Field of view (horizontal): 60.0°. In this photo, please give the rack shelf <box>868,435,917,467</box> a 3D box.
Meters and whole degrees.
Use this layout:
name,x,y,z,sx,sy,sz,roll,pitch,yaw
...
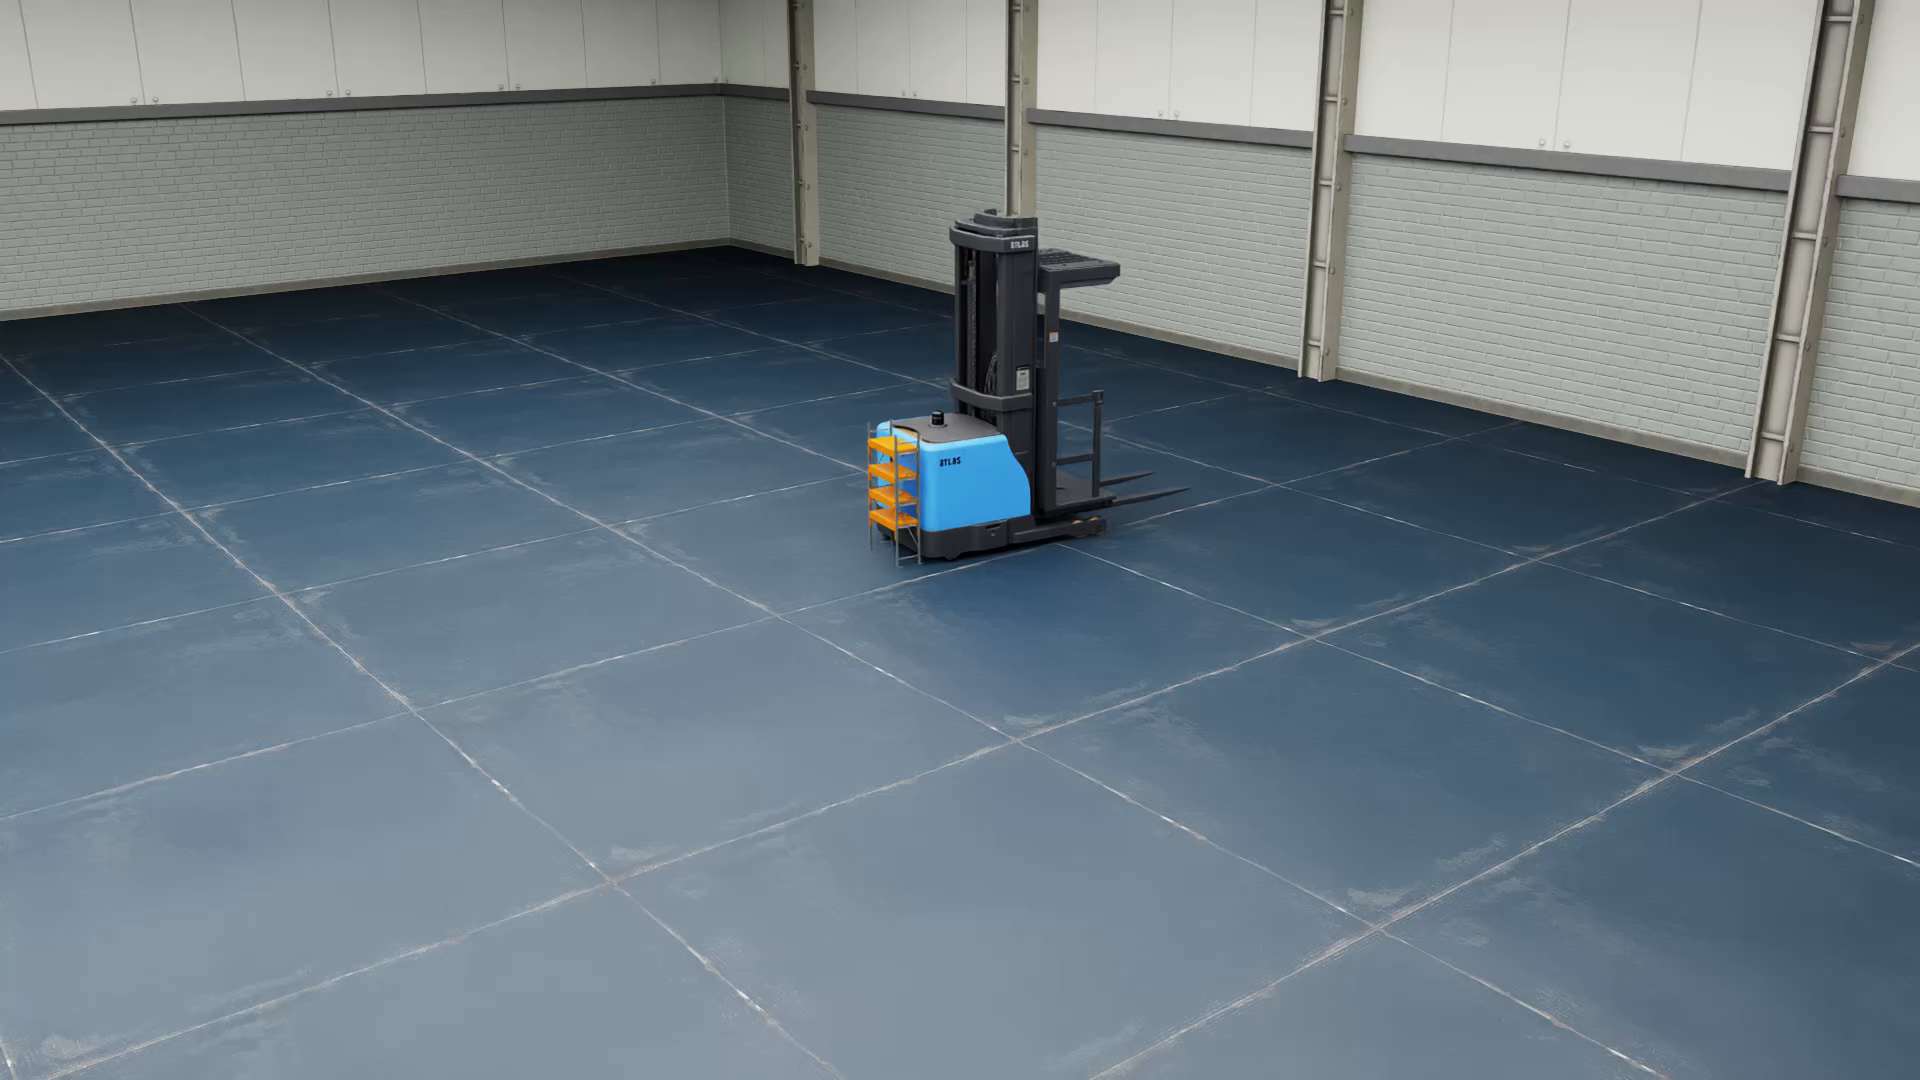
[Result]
name,x,y,z,sx,sy,sz,roll,pitch,yaw
rack shelf,-0.577,-0.778,14.441,0.258,0.148,0.480,-11,21,-29

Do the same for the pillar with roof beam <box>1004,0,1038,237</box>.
name,x,y,z,sx,sy,sz,roll,pitch,yaw
pillar with roof beam,-2.454,-7.026,22.152,9.100,9.000,0.400,-14,23,-36

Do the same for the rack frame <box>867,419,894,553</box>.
name,x,y,z,sx,sy,sz,roll,pitch,yaw
rack frame,-0.702,-0.471,14.764,0.240,1.200,0.015,-11,21,-29

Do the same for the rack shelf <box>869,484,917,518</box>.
name,x,y,z,sx,sy,sz,roll,pitch,yaw
rack shelf,-0.577,-0.341,14.586,0.258,0.148,0.480,-11,21,-29

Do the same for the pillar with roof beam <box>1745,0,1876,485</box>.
name,x,y,z,sx,sy,sz,roll,pitch,yaw
pillar with roof beam,4.996,-4.069,13.222,9.100,9.000,0.400,-14,23,-36

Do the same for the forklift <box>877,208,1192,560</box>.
name,x,y,z,sx,sy,sz,roll,pitch,yaw
forklift,0.768,-1.537,15.230,3.031,2.935,1.130,-10,21,-29

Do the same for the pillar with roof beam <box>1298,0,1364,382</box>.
name,x,y,z,sx,sy,sz,roll,pitch,yaw
pillar with roof beam,1.271,-5.547,17.687,9.100,9.000,0.400,-14,23,-36

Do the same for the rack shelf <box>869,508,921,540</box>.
name,x,y,z,sx,sy,sz,roll,pitch,yaw
rack shelf,-0.577,-0.153,14.648,0.258,0.148,0.480,-11,21,-29

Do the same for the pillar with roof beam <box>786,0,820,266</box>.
name,x,y,z,sx,sy,sz,roll,pitch,yaw
pillar with roof beam,-6.180,-8.504,26.617,9.100,9.000,0.400,-14,23,-36

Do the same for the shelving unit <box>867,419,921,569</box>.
name,x,y,z,sx,sy,sz,roll,pitch,yaw
shelving unit,-0.577,-0.405,14.565,0.258,1.200,0.503,-11,21,-29

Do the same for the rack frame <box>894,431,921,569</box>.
name,x,y,z,sx,sy,sz,roll,pitch,yaw
rack frame,-0.452,-0.339,14.366,0.240,1.200,0.015,-11,21,-29

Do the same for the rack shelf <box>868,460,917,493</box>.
name,x,y,z,sx,sy,sz,roll,pitch,yaw
rack shelf,-0.577,-0.554,14.516,0.258,0.148,0.480,-11,21,-29
